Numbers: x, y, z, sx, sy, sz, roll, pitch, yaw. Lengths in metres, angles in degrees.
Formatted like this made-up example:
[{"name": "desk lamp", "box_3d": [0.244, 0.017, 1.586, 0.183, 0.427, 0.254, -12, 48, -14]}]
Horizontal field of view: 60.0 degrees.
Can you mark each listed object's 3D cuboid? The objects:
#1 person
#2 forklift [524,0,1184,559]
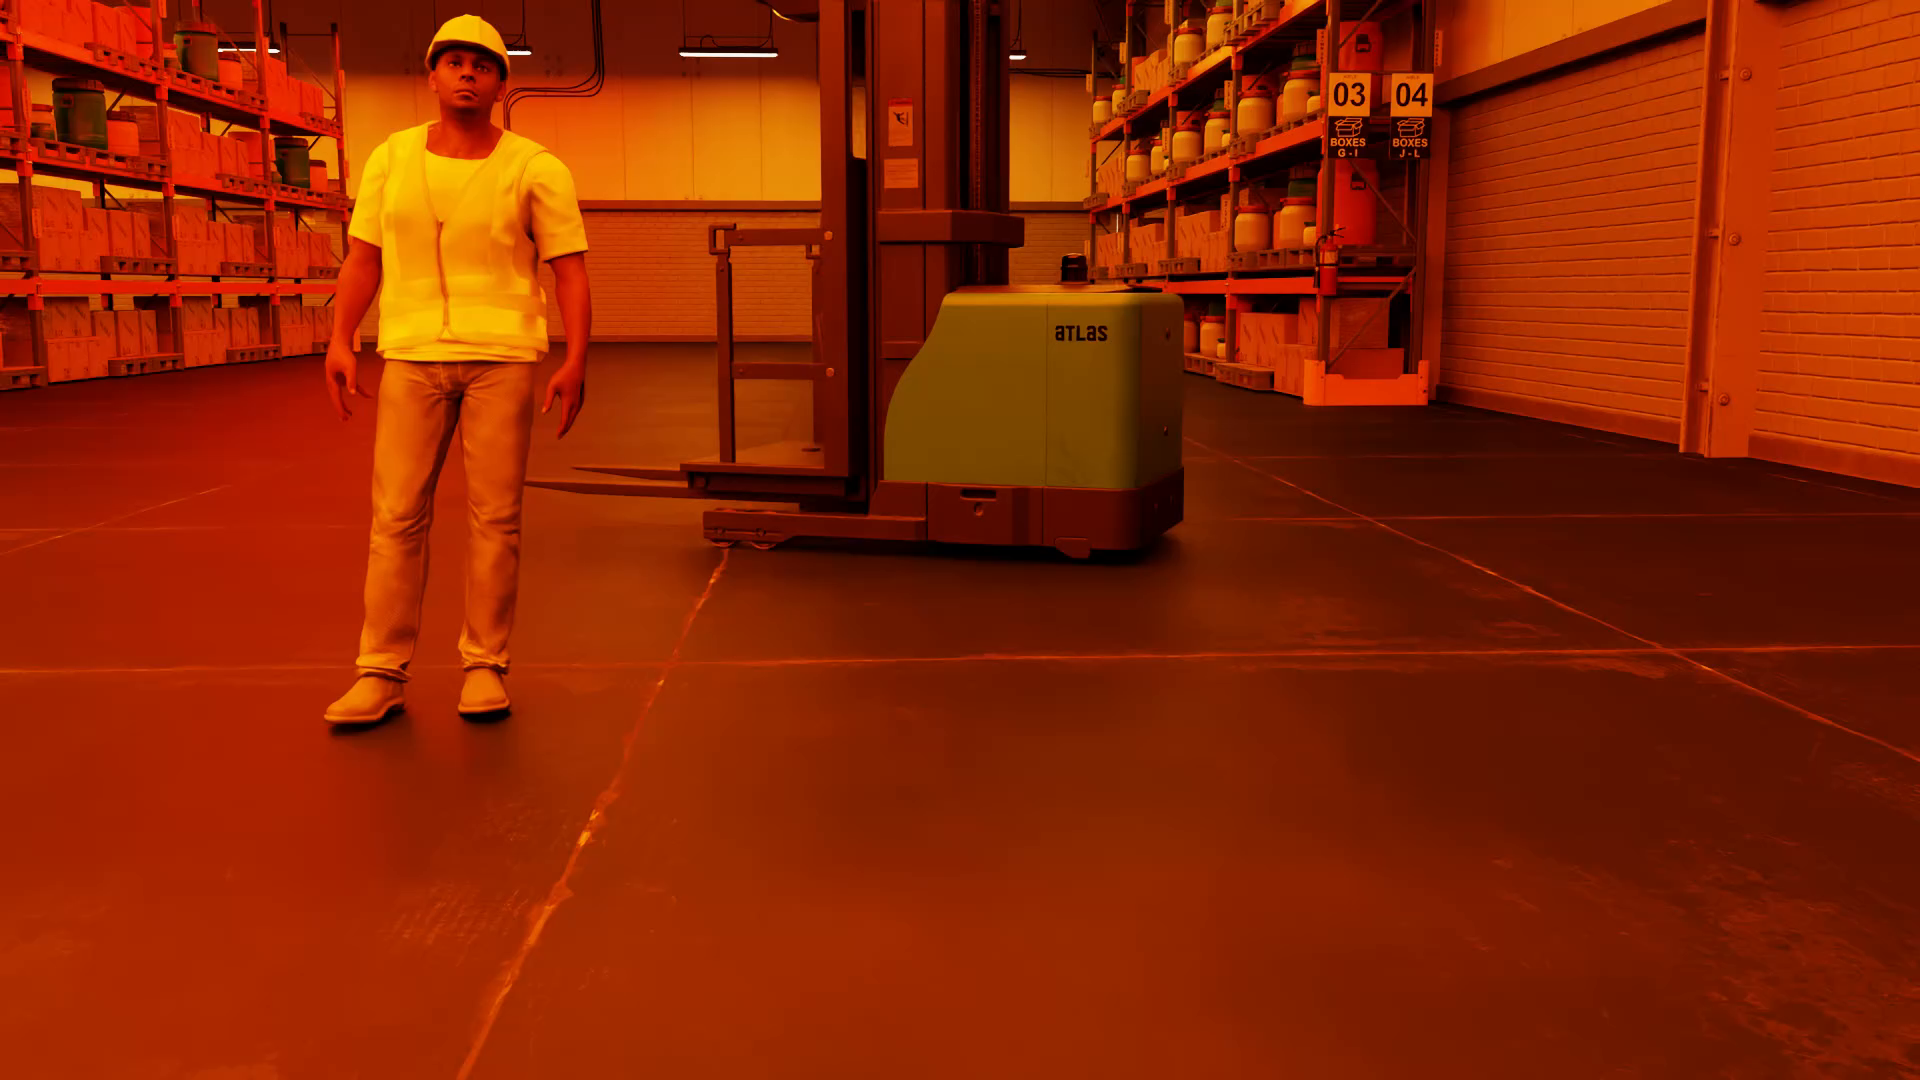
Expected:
[{"name": "person", "box_3d": [-1.288, -0.442, 4.235, 0.665, 1.768, 0.566, 0, 8, -3]}, {"name": "forklift", "box_3d": [-0.578, -1.479, 7.289, 3.031, 2.935, 1.130, 3, 9, 19]}]
